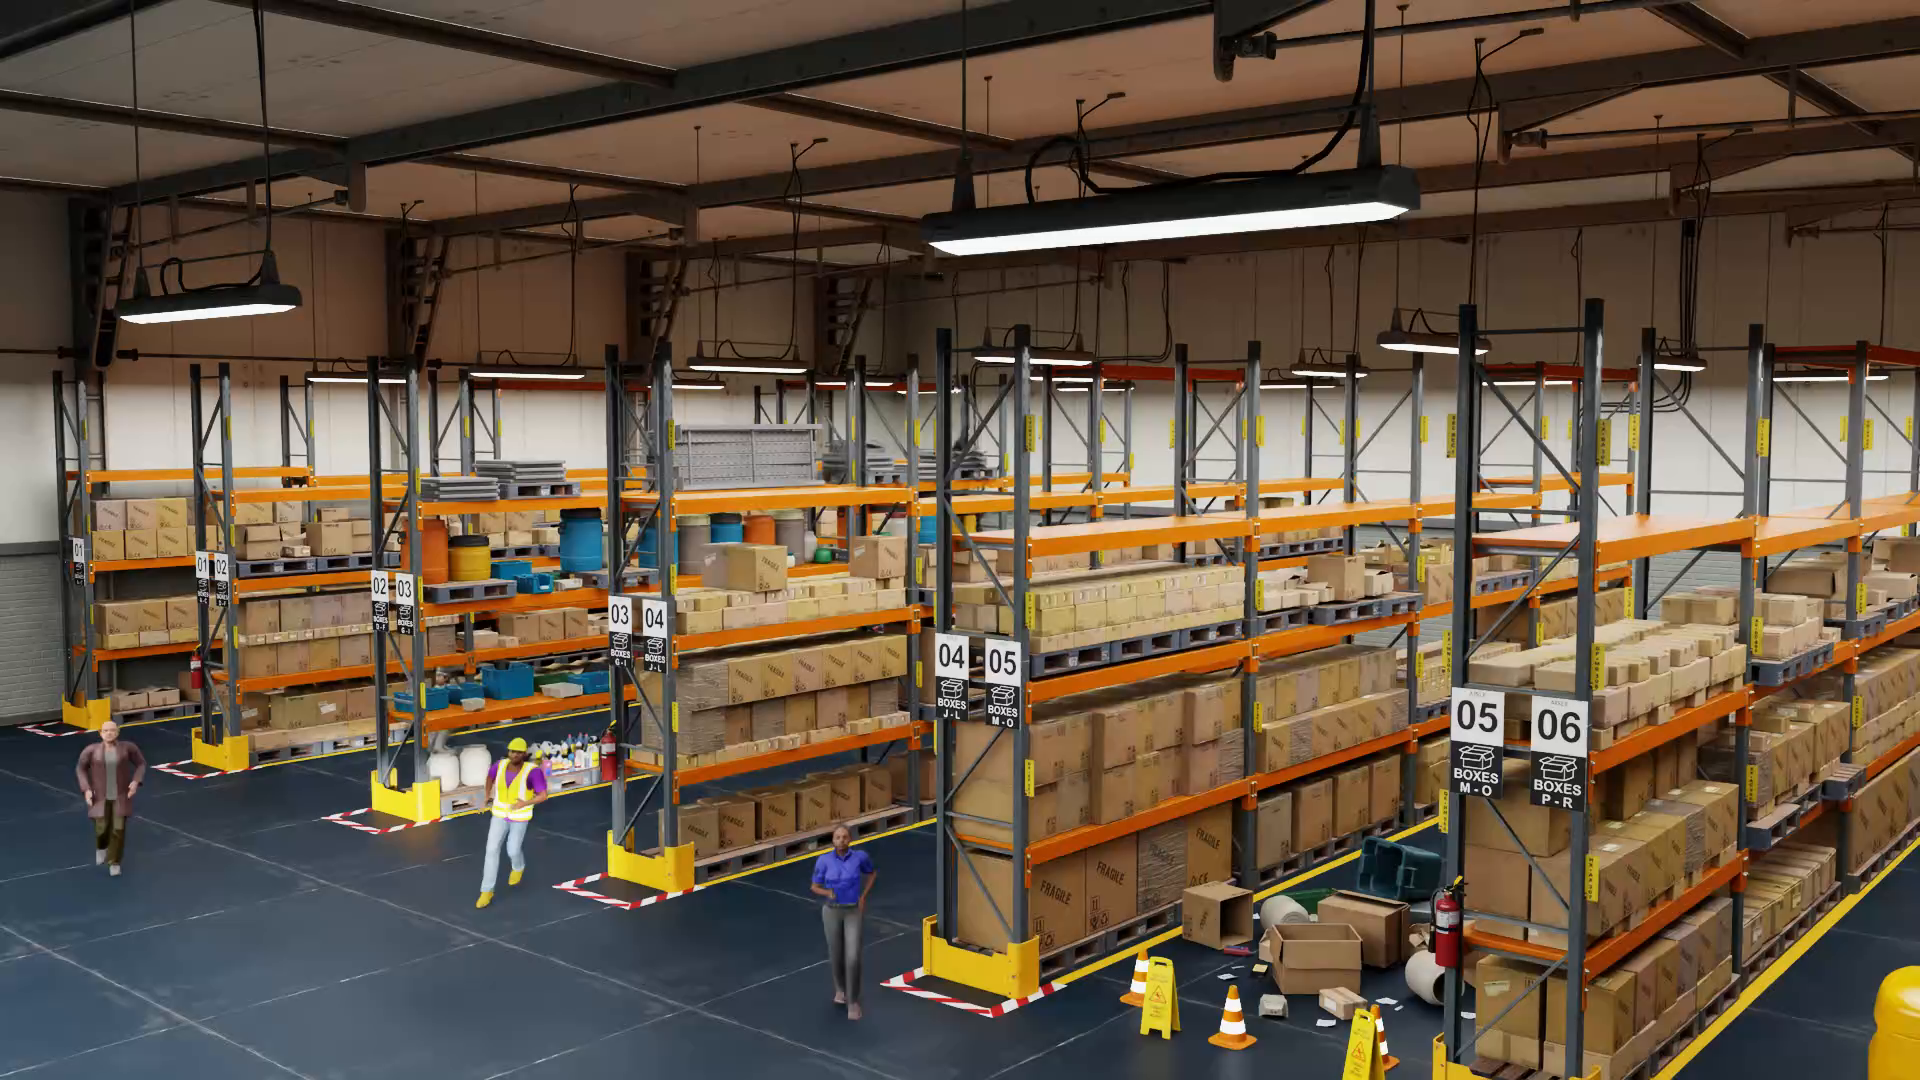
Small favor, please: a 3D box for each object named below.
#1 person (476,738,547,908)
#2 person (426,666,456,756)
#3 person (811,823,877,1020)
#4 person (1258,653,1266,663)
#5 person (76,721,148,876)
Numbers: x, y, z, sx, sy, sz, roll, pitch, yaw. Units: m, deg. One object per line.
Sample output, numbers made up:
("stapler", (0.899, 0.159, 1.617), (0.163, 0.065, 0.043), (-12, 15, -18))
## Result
("person", (-4.823, 2.990, 17.979), (0.736, 1.742, 0.967), (0, 4, 4))
("person", (-7.398, 2.627, 23.835), (0.615, 1.657, 0.555), (2, 5, 29))
("person", (-1.014, 3.324, 14.479), (0.568, 1.703, 0.658), (0, 4, -1))
("person", (4.515, 2.479, 25.094), (0.653, 1.750, 0.720), (2, 5, 31))
("person", (-9.688, 2.926, 19.021), (0.731, 1.749, 0.633), (-2, 5, -28))
